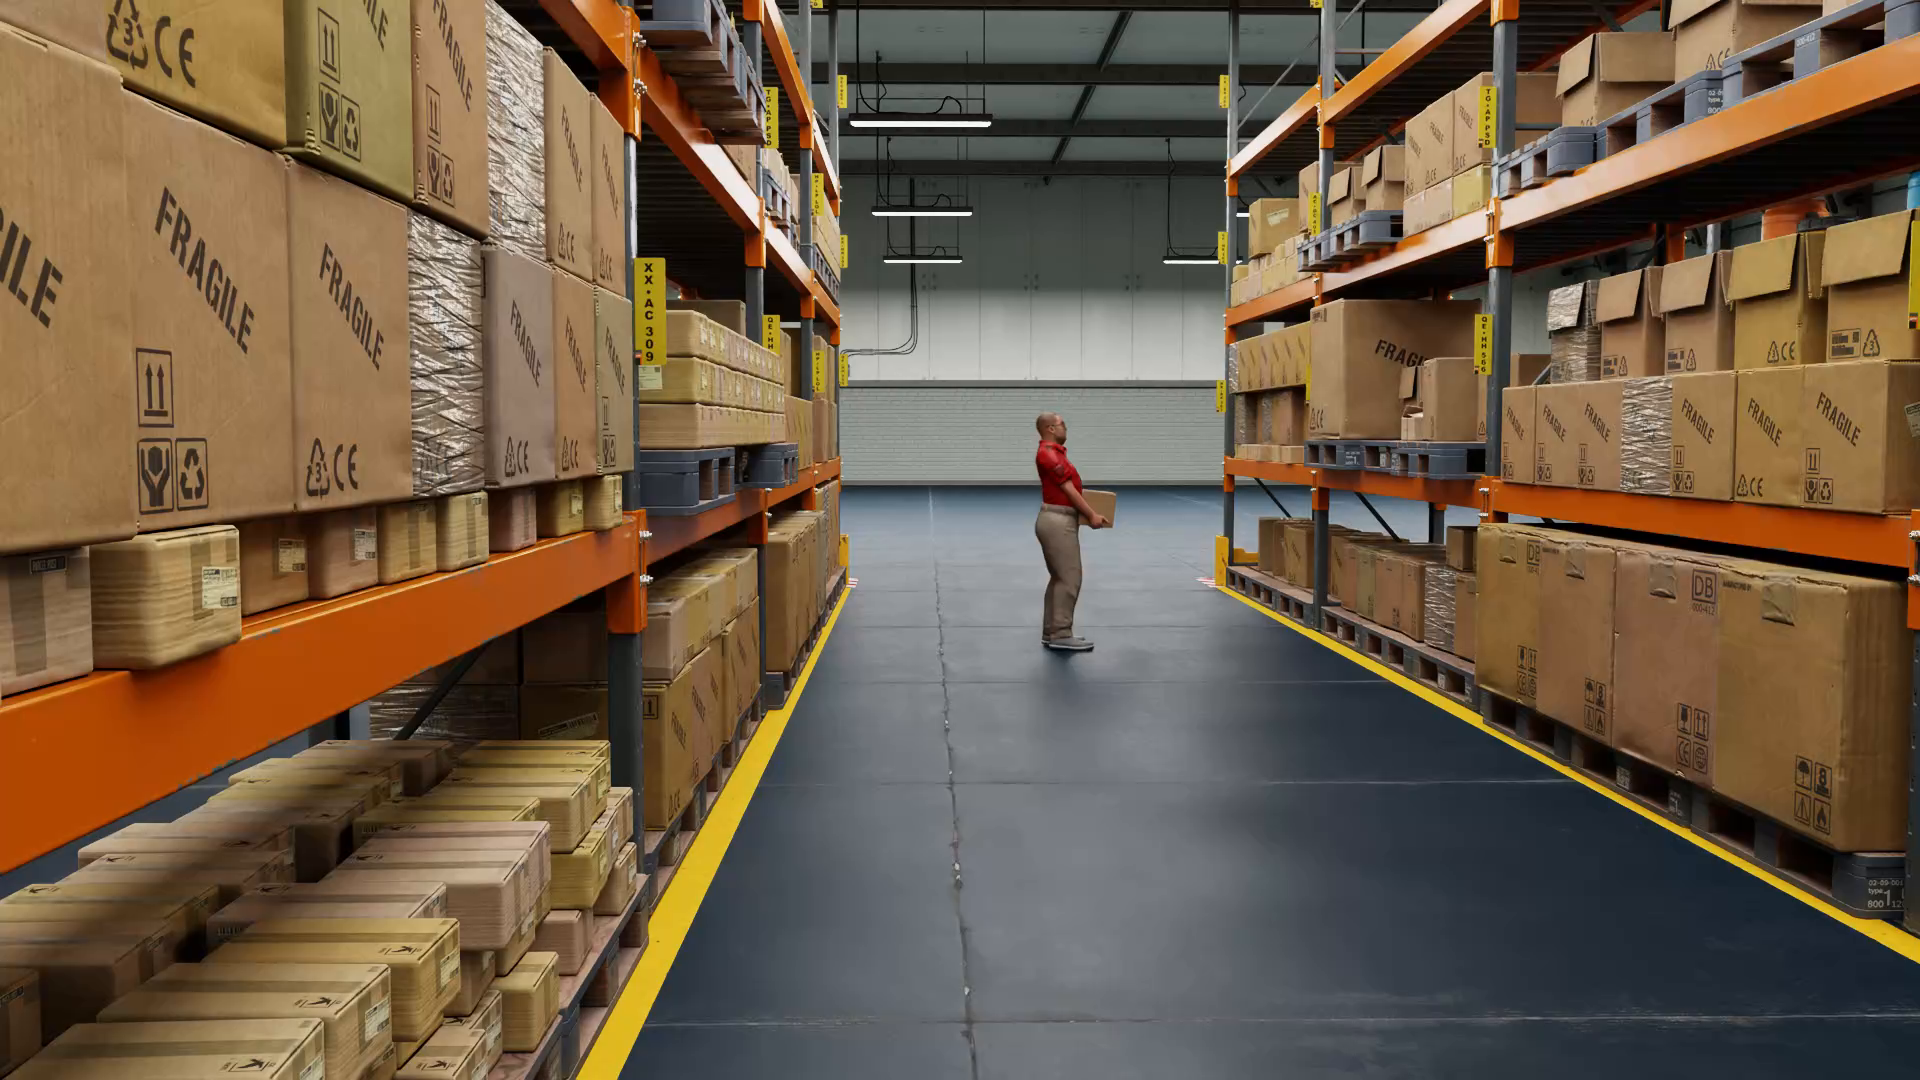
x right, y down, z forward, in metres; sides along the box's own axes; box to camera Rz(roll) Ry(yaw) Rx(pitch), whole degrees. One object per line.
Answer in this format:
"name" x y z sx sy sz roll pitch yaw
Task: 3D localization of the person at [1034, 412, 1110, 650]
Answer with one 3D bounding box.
"person" 0.807 -0.073 12.080 0.530 1.712 0.493 0 4 -1
